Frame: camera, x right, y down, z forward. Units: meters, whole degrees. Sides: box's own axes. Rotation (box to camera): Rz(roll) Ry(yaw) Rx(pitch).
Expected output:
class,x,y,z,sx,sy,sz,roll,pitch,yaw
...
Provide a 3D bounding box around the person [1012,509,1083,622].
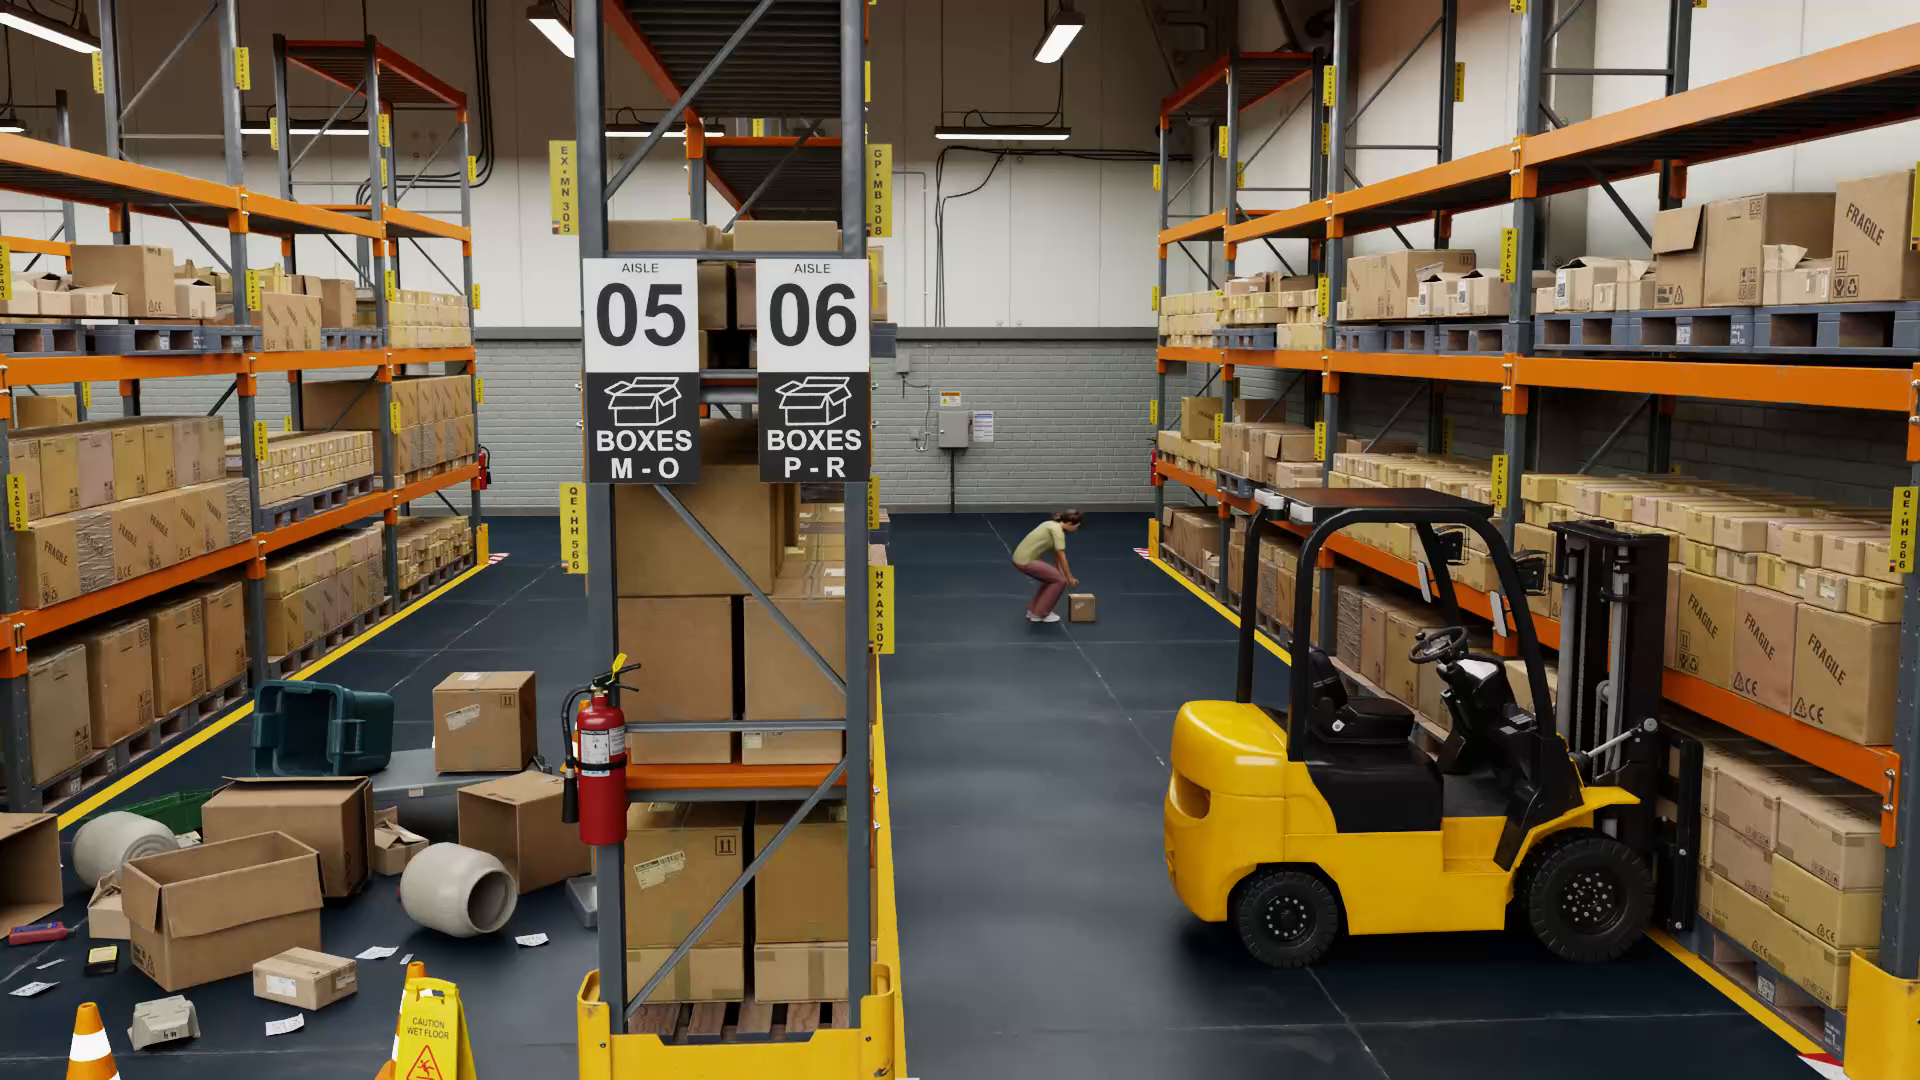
class,x,y,z,sx,sy,sz,roll,pitch,yaw
person,0.908,0.254,17.318,0.739,1.159,0.503,0,7,-4
